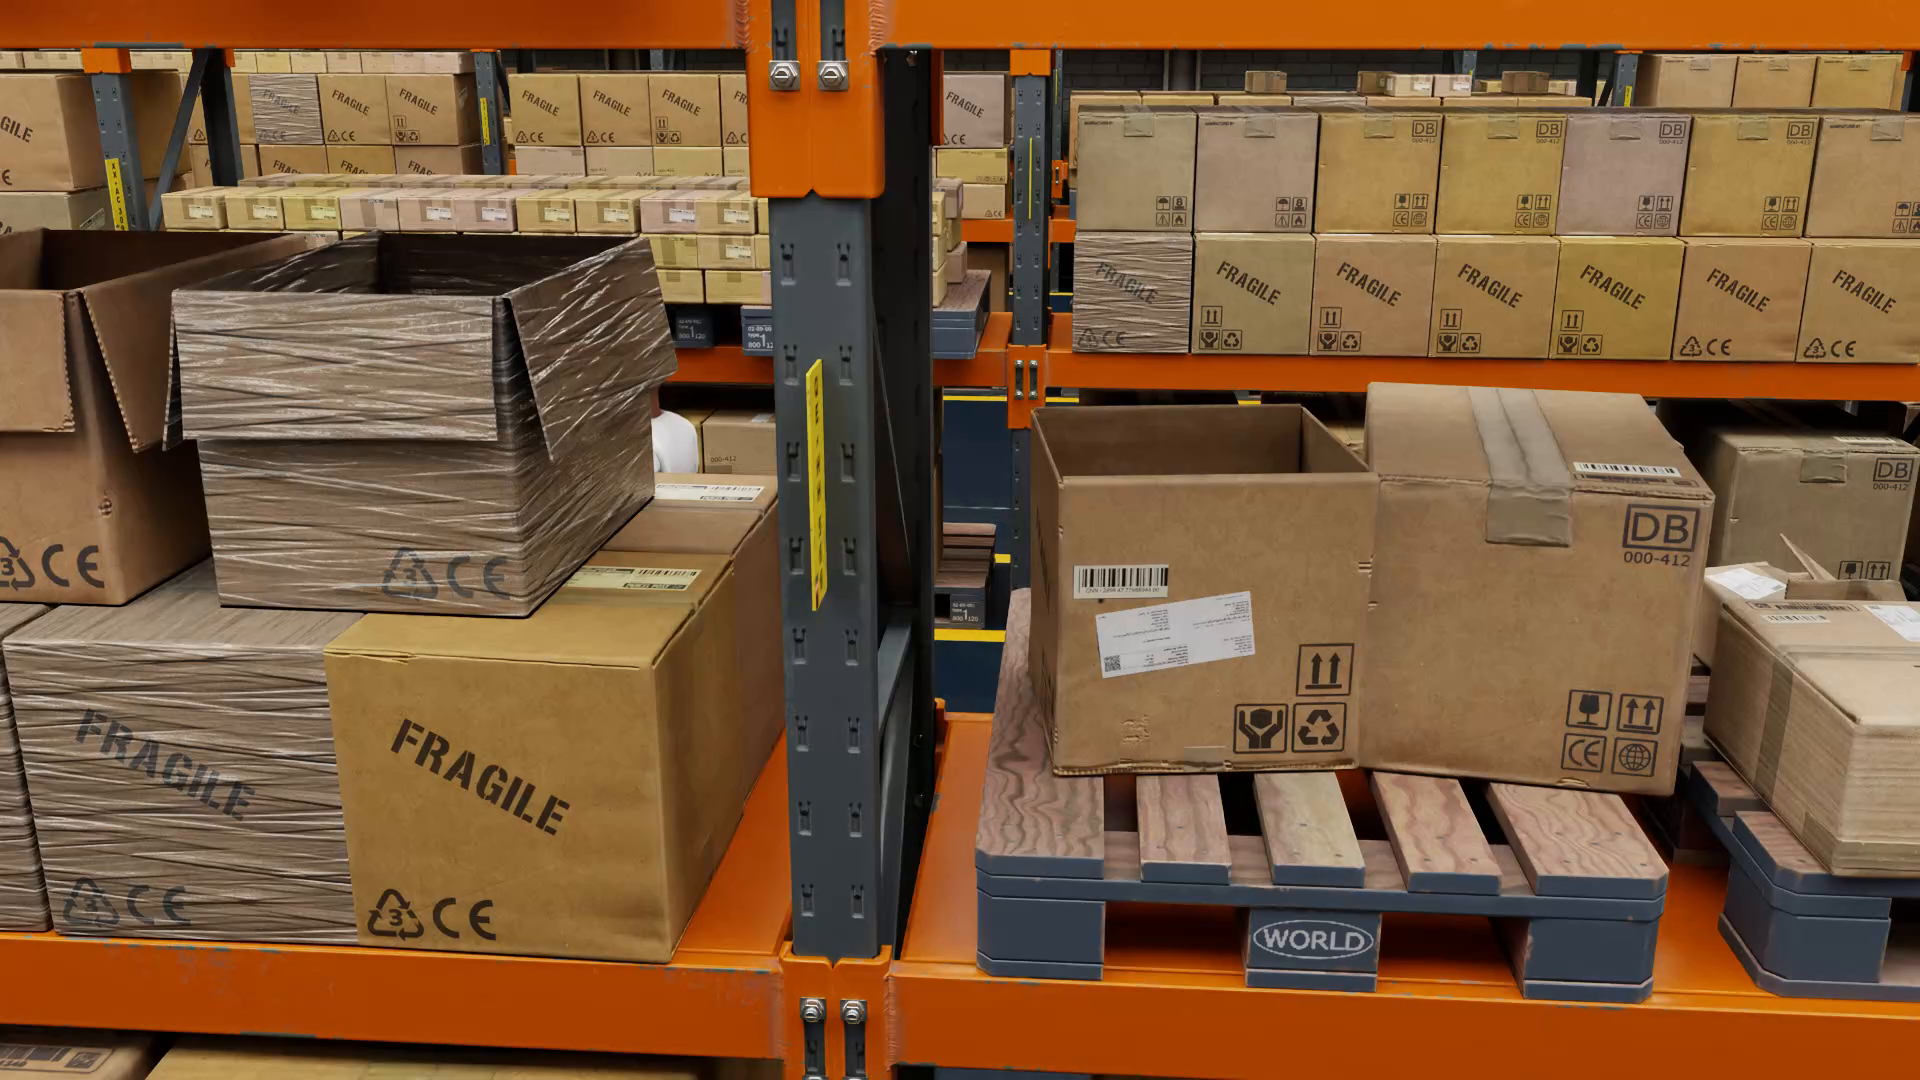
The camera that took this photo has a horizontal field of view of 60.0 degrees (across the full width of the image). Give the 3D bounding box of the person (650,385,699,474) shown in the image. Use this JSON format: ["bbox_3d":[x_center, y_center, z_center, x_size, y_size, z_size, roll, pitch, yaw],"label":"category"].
[{"bbox_3d":[-1.035,0.197,5.391,0.355,1.768,0.564,2,17,5],"label":"person"}]
